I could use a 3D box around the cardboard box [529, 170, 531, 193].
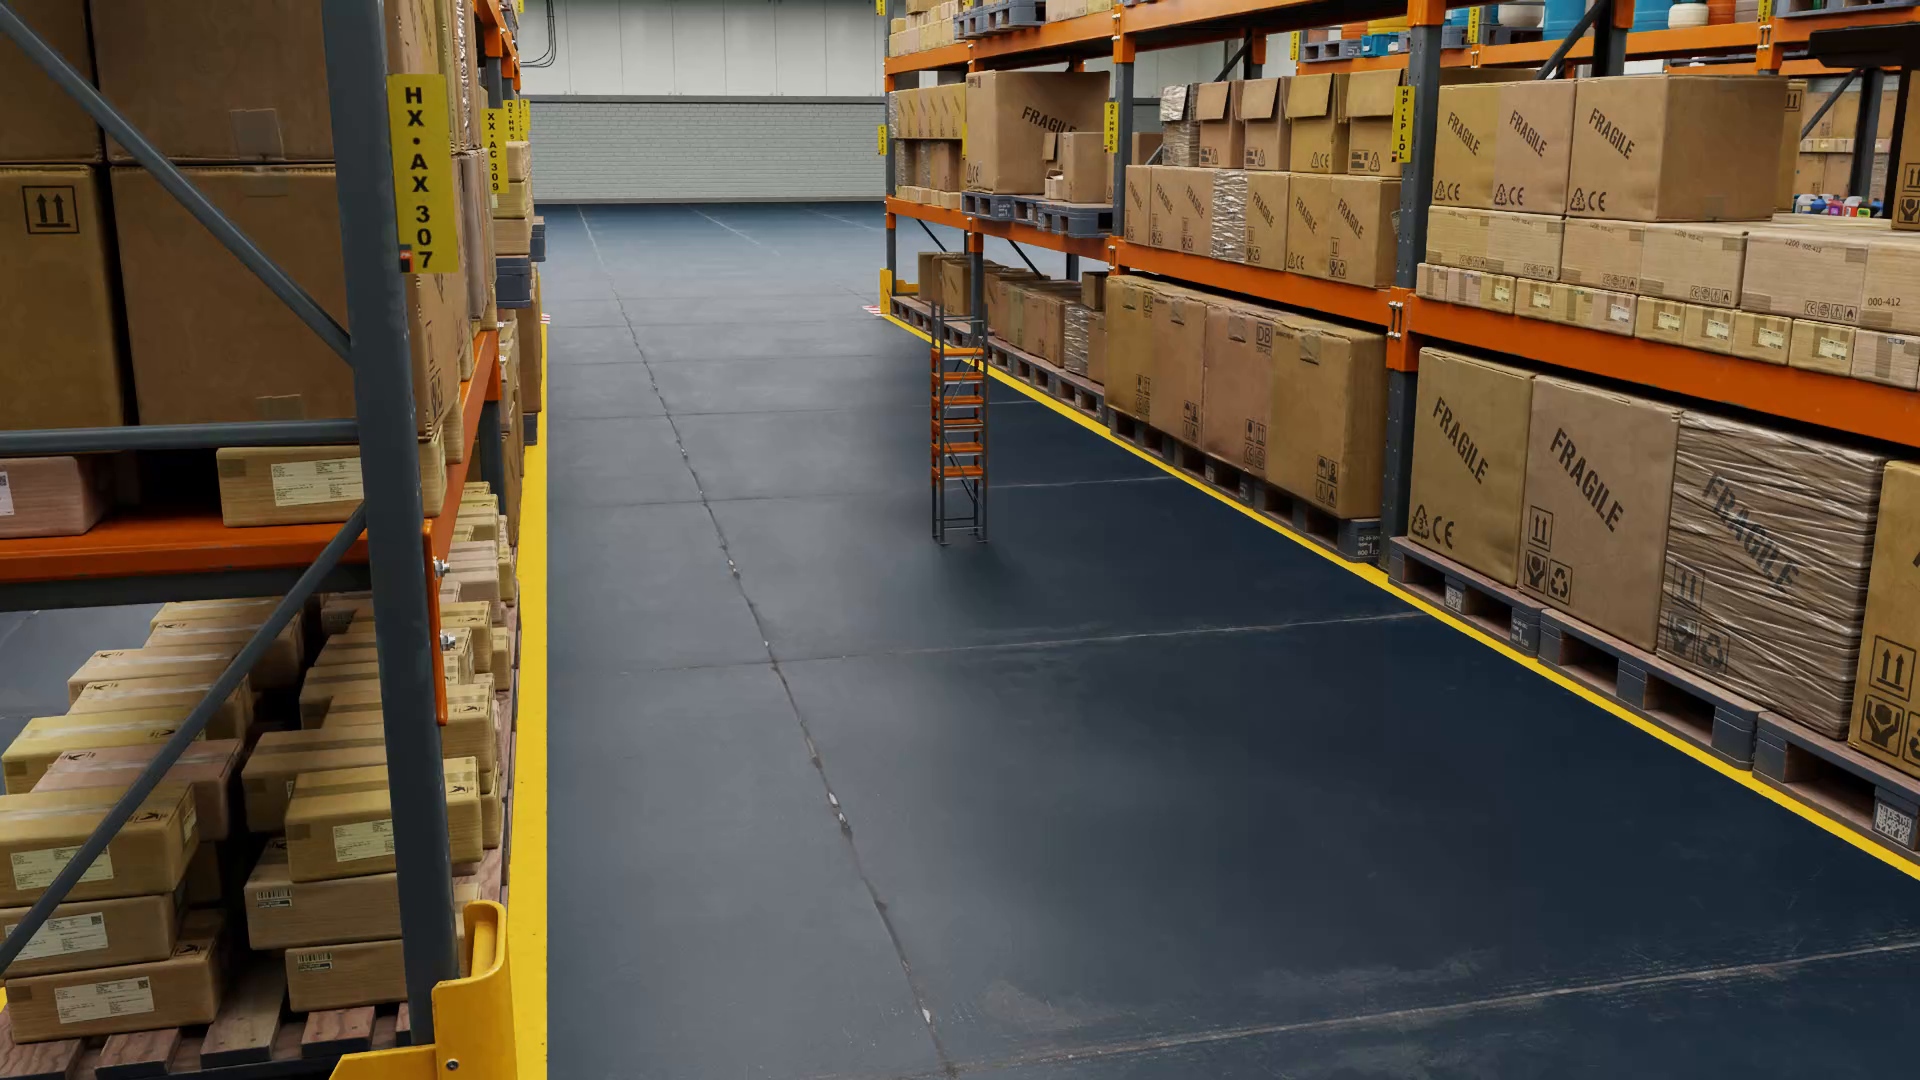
[{"bbox_3d":[-2.563,-1.964,9.162,0.380,0.149,0.250,-3,14,-13],"label":"cardboard box"}]

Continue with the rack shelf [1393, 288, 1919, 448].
[{"bbox_3d":[2.946,-0.525,5.772,1.077,0.370,4.000,-3,14,-13],"label":"rack shelf"}]

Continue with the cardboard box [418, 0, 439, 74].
[{"bbox_3d":[-1.401,-1.073,3.555,0.500,0.500,0.500,-3,14,-12],"label":"cardboard box"}]

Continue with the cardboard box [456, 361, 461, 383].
[{"bbox_3d":[-1.603,-0.488,4.633,0.380,0.149,0.250,-3,14,-11],"label":"cardboard box"}]

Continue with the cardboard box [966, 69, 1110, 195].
[{"bbox_3d":[0.648,-3.486,14.226,1.000,1.000,1.000,-3,14,-13],"label":"cardboard box"}]

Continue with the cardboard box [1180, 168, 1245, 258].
[{"bbox_3d":[1.633,-1.943,9.849,0.500,0.500,0.500,-4,14,-14],"label":"cardboard box"}]

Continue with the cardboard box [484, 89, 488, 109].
[{"bbox_3d":[-3.647,-2.879,11.572,0.700,0.500,0.500,-4,14,-14],"label":"cardboard box"}]

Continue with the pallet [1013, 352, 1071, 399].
[{"bbox_3d":[1.072,-1.365,13.571,1.003,0.211,1.213,-3,14,-13],"label":"pallet"}]

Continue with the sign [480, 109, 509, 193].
[{"bbox_3d":[-1.843,-1.535,6.567,0.100,0.325,0.005,-3,14,-13],"label":"sign"}]

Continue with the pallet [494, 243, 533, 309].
[{"bbox_3d":[-2.407,-1.174,7.316,1.003,0.211,1.213,-3,14,-13],"label":"pallet"}]

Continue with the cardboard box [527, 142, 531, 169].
[{"bbox_3d":[-2.563,-2.109,9.130,0.380,0.149,0.250,-3,14,-12],"label":"cardboard box"}]

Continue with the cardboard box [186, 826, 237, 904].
[{"bbox_3d":[-1.840,0.707,3.707,0.380,0.149,0.250,-4,14,-14],"label":"cardboard box"}]

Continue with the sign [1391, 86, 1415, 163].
[{"bbox_3d":[1.951,-1.827,7.314,0.100,0.325,0.005,-3,14,-13],"label":"sign"}]

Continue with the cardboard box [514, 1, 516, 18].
[{"bbox_3d":[-4.360,-4.970,15.562,0.380,0.149,0.250,-3,14,-12],"label":"cardboard box"}]

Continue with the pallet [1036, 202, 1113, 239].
[{"bbox_3d":[1.266,-2.324,12.023,1.213,0.211,1.003,-3,14,-13],"label":"pallet"}]

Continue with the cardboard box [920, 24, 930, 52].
[{"bbox_3d":[-0.113,-5.010,16.609,0.500,0.250,0.500,-3,14,-12],"label":"cardboard box"}]

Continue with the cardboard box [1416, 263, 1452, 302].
[{"bbox_3d":[2.222,-1.127,7.249,0.380,0.149,0.250,-3,14,-13],"label":"cardboard box"}]

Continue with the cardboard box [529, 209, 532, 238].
[{"bbox_3d":[-2.258,-1.519,7.970,0.380,0.149,0.250,-4,14,-16],"label":"cardboard box"}]

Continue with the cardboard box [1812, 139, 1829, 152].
[{"bbox_3d":[9.718,-4.382,18.466,0.380,0.149,0.250,-3,14,-13],"label":"cardboard box"}]

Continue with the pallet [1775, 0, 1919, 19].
[{"bbox_3d":[6.436,-3.718,11.404,1.003,0.211,1.213,-3,14,-13],"label":"pallet"}]

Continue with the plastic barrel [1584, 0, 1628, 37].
[{"bbox_3d":[5.896,-4.902,14.795,0.600,0.901,0.600,0,14,0],"label":"plastic barrel"}]

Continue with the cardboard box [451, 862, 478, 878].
[{"bbox_3d":[-1.312,0.675,3.839,0.380,0.149,0.250,-3,14,-13],"label":"cardboard box"}]

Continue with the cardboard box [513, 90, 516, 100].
[{"bbox_3d":[-4.536,-3.865,15.337,0.875,0.550,0.550,-3,14,-13],"label":"cardboard box"}]

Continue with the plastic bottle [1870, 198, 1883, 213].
[{"bbox_3d":[6.307,-2.223,11.476,0.097,0.271,0.097,0,14,0],"label":"plastic bottle"}]

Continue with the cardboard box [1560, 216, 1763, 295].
[{"bbox_3d":[2.571,-1.050,6.095,0.500,0.250,0.500,-3,14,-12],"label":"cardboard box"}]

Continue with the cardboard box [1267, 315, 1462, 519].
[{"bbox_3d":[2.306,-0.654,8.377,1.225,0.875,0.875,-3,14,-13],"label":"cardboard box"}]

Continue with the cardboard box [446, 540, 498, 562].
[{"bbox_3d":[-1.730,0.112,5.517,0.380,0.149,0.250,-4,14,-16],"label":"cardboard box"}]

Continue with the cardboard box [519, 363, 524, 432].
[{"bbox_3d":[-2.900,-0.858,10.001,0.500,0.500,0.500,-3,14,-13],"label":"cardboard box"}]

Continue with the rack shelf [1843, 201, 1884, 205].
[{"bbox_3d":[9.758,-3.845,19.359,1.077,0.370,4.000,-3,14,-13],"label":"rack shelf"}]

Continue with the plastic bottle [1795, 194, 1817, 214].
[{"bbox_3d":[6.139,-2.357,12.014,0.152,0.276,0.135,-3,14,-13],"label":"plastic bottle"}]

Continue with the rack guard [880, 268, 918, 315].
[{"bbox_3d":[-0.324,-2.872,19.131,1.175,0.500,0.348,-3,14,-13],"label":"rack guard"}]

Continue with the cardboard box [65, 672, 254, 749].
[{"bbox_3d":[-1.987,0.447,4.146,0.380,0.149,0.250,-4,14,-15],"label":"cardboard box"}]

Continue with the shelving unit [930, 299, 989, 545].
[{"bbox_3d":[-0.003,-0.586,8.298,0.258,1.200,0.189,-3,14,-13],"label":"shelving unit"}]

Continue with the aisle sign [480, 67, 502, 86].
[{"bbox_3d":[-4.912,-5.147,17.696,0.394,0.787,0.004,-3,14,-13],"label":"aisle sign"}]

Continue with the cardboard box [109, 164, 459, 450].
[{"bbox_3d":[-1.266,-0.472,3.201,0.500,0.500,0.500,-3,14,-11],"label":"cardboard box"}]

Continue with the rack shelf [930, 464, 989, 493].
[{"bbox_3d":[-0.003,-0.310,8.366,0.258,0.103,0.180,-3,14,-13],"label":"rack shelf"}]

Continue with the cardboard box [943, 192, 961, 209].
[{"bbox_3d":[0.044,-3.263,15.993,0.380,0.149,0.250,-3,14,-13],"label":"cardboard box"}]

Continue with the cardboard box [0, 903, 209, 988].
[{"bbox_3d":[-1.915,0.857,3.719,0.380,0.149,0.250,-3,14,-11],"label":"cardboard box"}]

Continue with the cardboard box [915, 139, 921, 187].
[{"bbox_3d":[-0.006,-4.060,17.888,0.875,0.500,0.500,-3,14,-13],"label":"cardboard box"}]

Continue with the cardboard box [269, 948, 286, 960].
[{"bbox_3d":[-1.382,0.826,3.846,0.380,0.149,0.250,-3,14,-13],"label":"cardboard box"}]

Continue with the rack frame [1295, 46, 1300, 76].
[{"bbox_3d":[4.472,-4.380,20.036,1.000,3.000,0.127,-3,14,-13],"label":"rack frame"}]

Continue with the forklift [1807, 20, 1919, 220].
[{"bbox_3d":[4.837,-1.453,8.198,1.130,2.935,3.031,-3,14,-12],"label":"forklift"}]

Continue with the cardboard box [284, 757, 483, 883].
[{"bbox_3d":[-1.222,0.592,3.552,0.380,0.149,0.250,-4,14,-16],"label":"cardboard box"}]

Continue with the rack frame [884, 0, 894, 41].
[{"bbox_3d":[-0.342,-7.018,18.194,1.000,3.000,0.127,-3,14,-13],"label":"rack frame"}]

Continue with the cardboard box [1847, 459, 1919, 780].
[{"bbox_3d":[3.188,0.272,4.586,0.875,0.875,0.875,-3,14,-13],"label":"cardboard box"}]

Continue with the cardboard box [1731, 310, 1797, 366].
[{"bbox_3d":[2.709,-0.650,5.297,0.380,0.149,0.250,-3,14,-13],"label":"cardboard box"}]

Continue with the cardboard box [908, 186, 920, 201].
[{"bbox_3d":[-0.344,-3.729,17.901,0.380,0.149,0.250,-3,14,-13],"label":"cardboard box"}]

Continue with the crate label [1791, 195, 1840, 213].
[{"bbox_3d":[6.617,-2.571,12.985,0.303,0.233,0.416,-3,14,-13],"label":"crate label"}]

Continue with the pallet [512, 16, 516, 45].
[{"bbox_3d":[-4.713,-4.813,15.672,1.003,0.211,1.213,-3,14,-13],"label":"pallet"}]

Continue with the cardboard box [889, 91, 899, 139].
[{"bbox_3d":[-0.478,-4.641,18.158,0.500,0.500,0.500,-3,14,-13],"label":"cardboard box"}]

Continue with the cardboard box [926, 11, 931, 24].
[{"bbox_3d":[-0.126,-5.249,16.747,0.380,0.149,0.250,-3,14,-14],"label":"cardboard box"}]

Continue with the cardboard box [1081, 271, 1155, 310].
[{"bbox_3d":[1.216,-1.897,12.632,0.500,0.250,0.500,-2,14,-7],"label":"cardboard box"}]

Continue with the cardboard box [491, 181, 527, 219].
[{"bbox_3d":[-2.014,-1.426,6.960,0.380,0.149,0.250,-3,14,-12],"label":"cardboard box"}]
